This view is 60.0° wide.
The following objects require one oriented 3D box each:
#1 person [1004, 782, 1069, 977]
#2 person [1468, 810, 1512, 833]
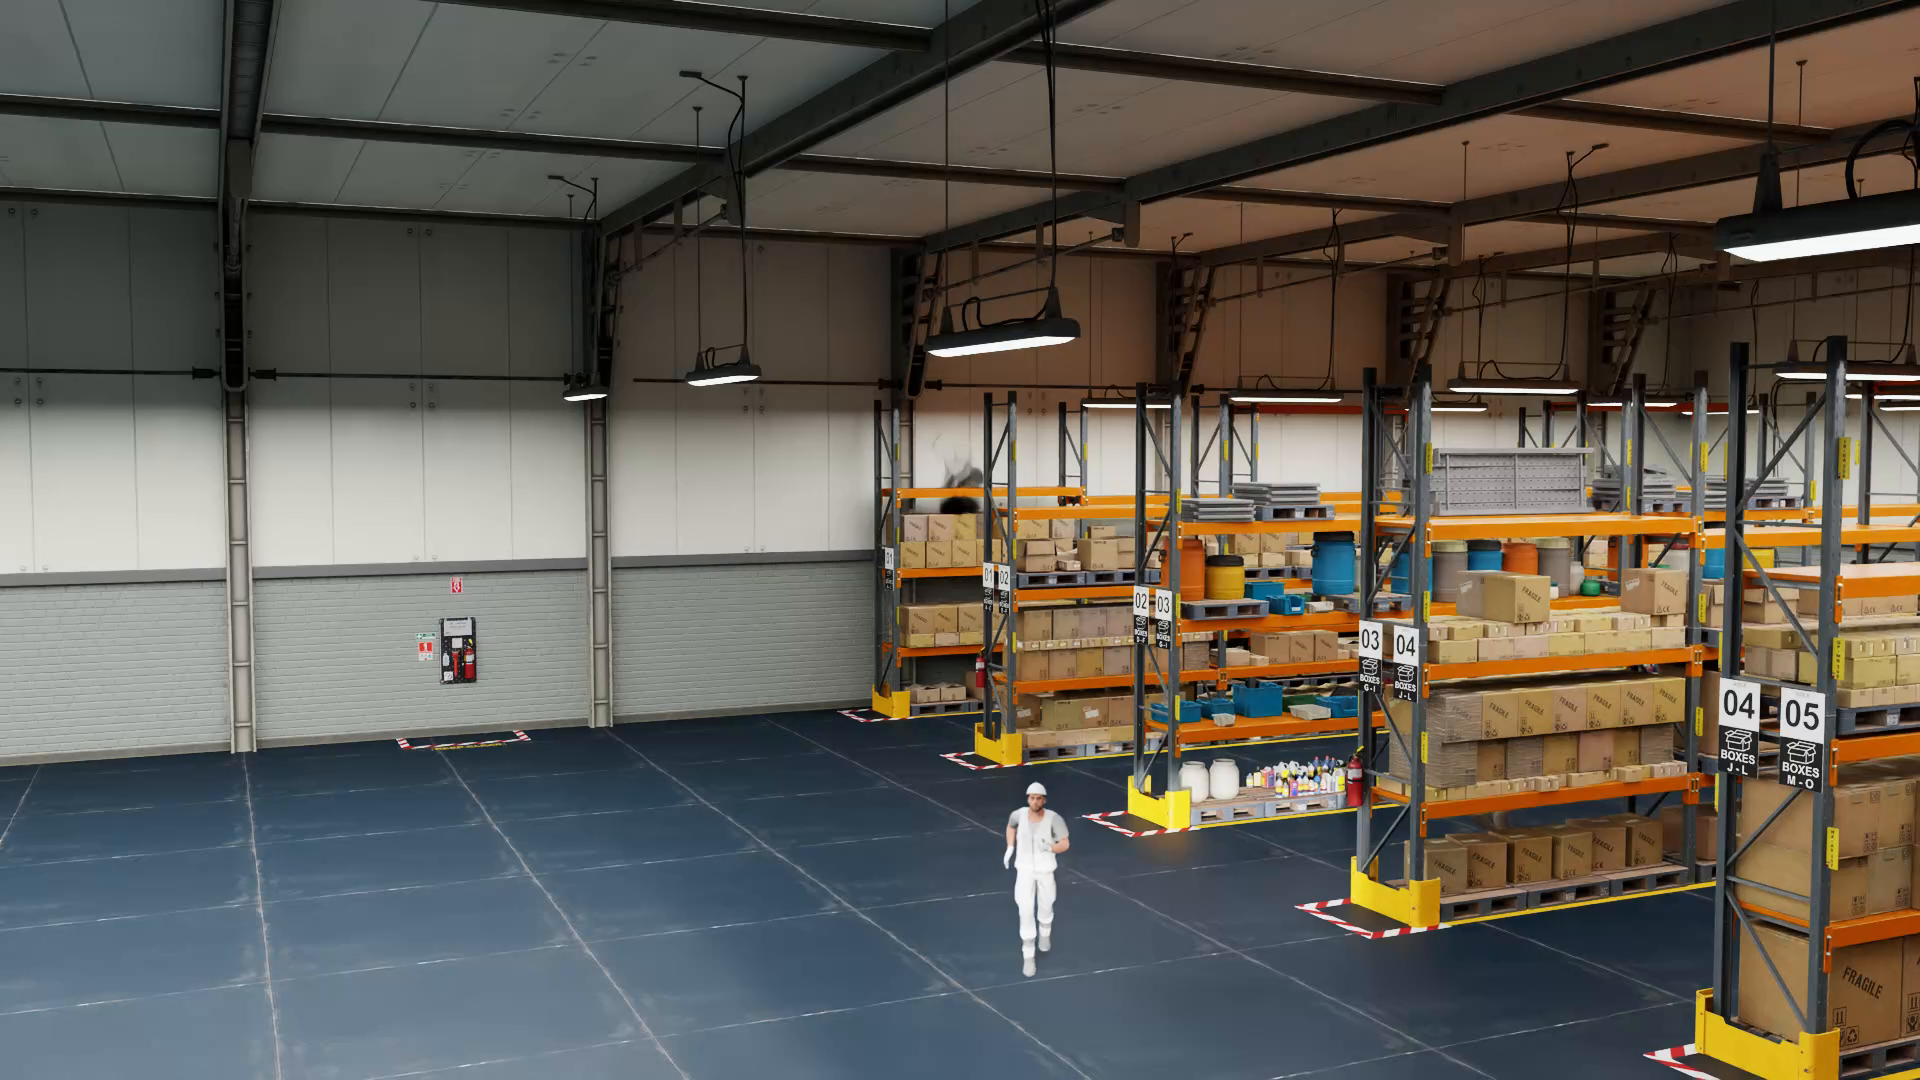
[{"bbox_3d":[0.757,3.284,16.450,0.655,1.815,0.936,0,3,6],"label":"person"},{"bbox_3d":[6.634,3.101,20.761,0.733,1.688,0.638,-2,4,-30],"label":"person"}]
